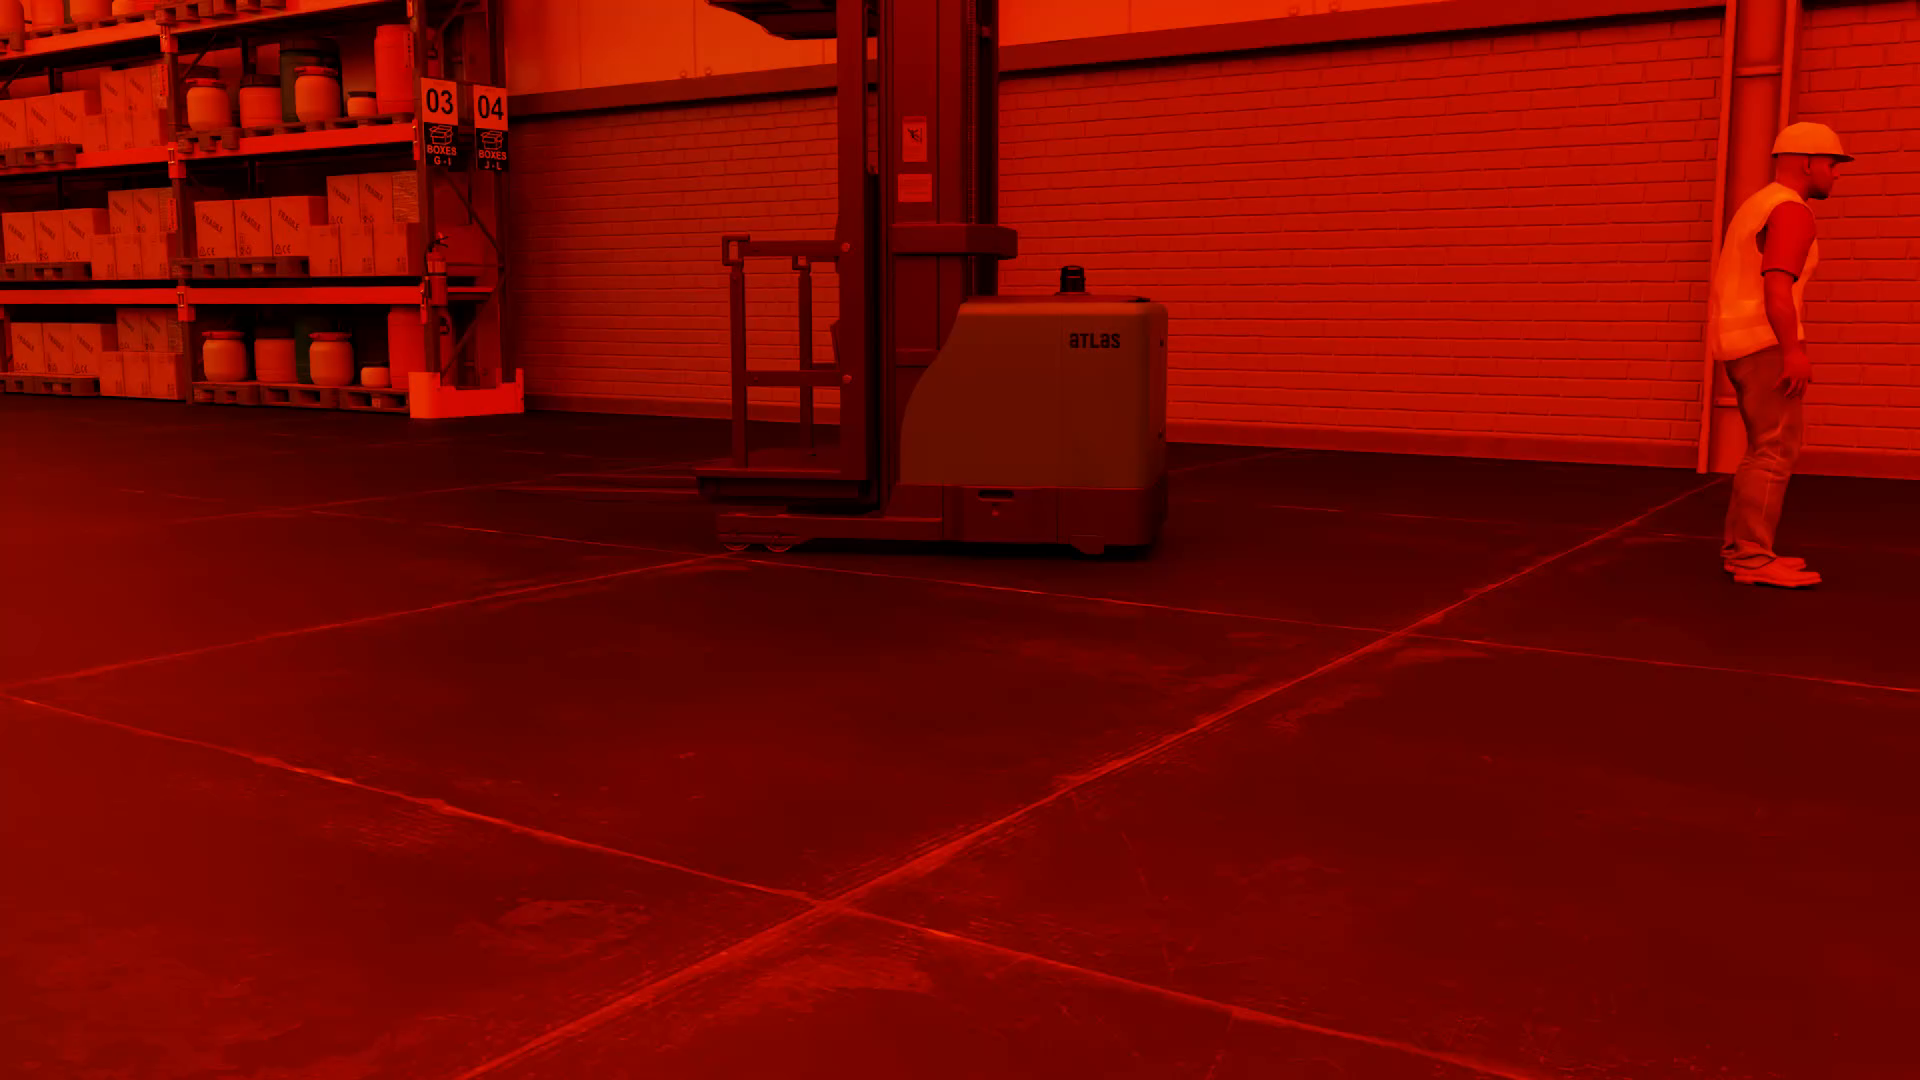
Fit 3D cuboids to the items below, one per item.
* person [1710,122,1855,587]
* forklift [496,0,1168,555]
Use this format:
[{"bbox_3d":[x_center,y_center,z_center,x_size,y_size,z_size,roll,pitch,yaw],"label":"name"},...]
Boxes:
[{"bbox_3d":[3.166,-0.723,6.454,0.462,1.759,0.633,2,8,16],"label":"person"},{"bbox_3d":[-0.596,-1.469,7.520,3.031,2.935,1.130,2,8,12],"label":"forklift"}]
